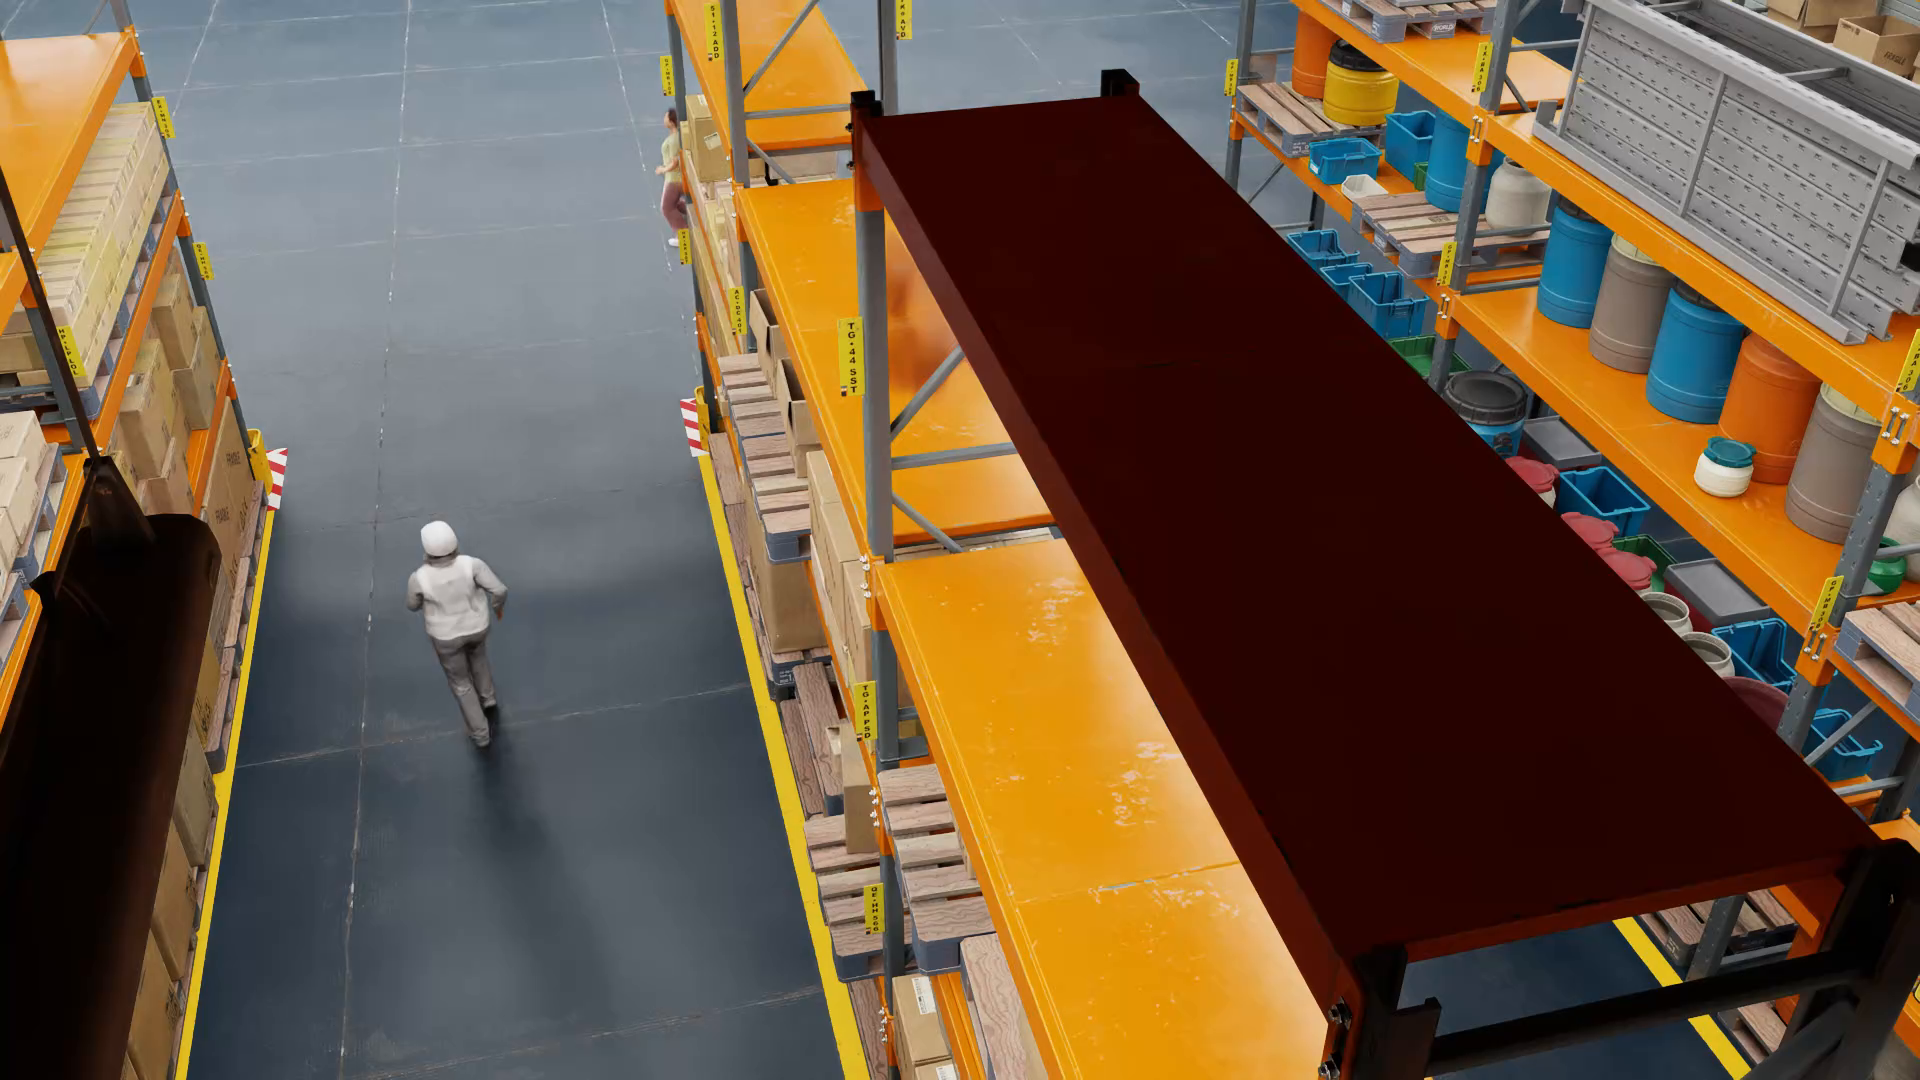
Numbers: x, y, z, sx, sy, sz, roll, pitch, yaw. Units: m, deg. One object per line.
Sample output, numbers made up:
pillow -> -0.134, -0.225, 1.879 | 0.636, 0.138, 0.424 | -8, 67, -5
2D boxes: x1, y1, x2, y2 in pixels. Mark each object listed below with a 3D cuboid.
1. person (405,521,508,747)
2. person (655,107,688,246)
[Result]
person -> -3.494, 0.624, 11.630 | 0.625, 1.827, 0.748 | -20, 39, -26
person -> -3.103, -4.035, 18.561 | 0.561, 1.629, 0.582 | 7, 35, 11
